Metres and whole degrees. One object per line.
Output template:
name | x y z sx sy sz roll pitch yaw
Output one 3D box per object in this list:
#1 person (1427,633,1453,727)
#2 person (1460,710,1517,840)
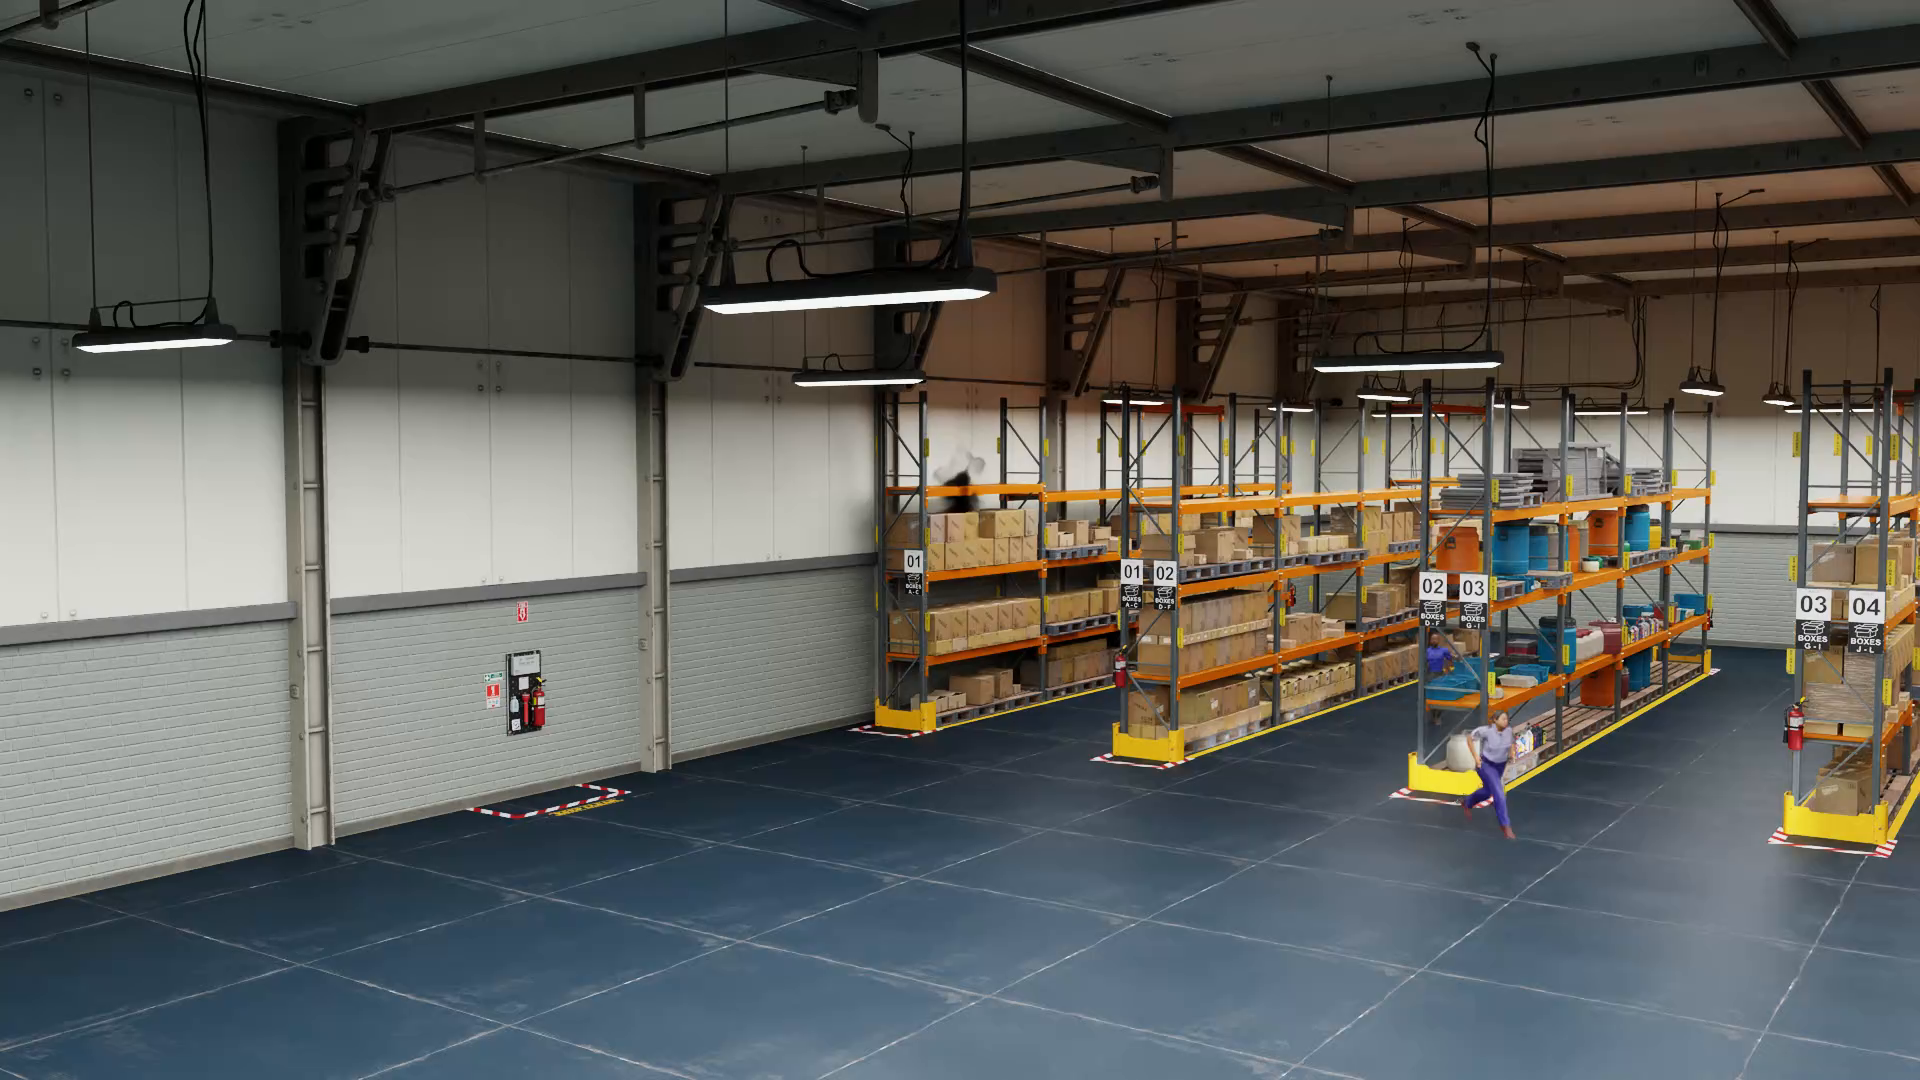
person | 8.566 2.524 29.965 0.558 1.685 0.667 1 3 25
person | 6.897 3.007 21.653 0.609 1.638 1.037 -2 4 -27
